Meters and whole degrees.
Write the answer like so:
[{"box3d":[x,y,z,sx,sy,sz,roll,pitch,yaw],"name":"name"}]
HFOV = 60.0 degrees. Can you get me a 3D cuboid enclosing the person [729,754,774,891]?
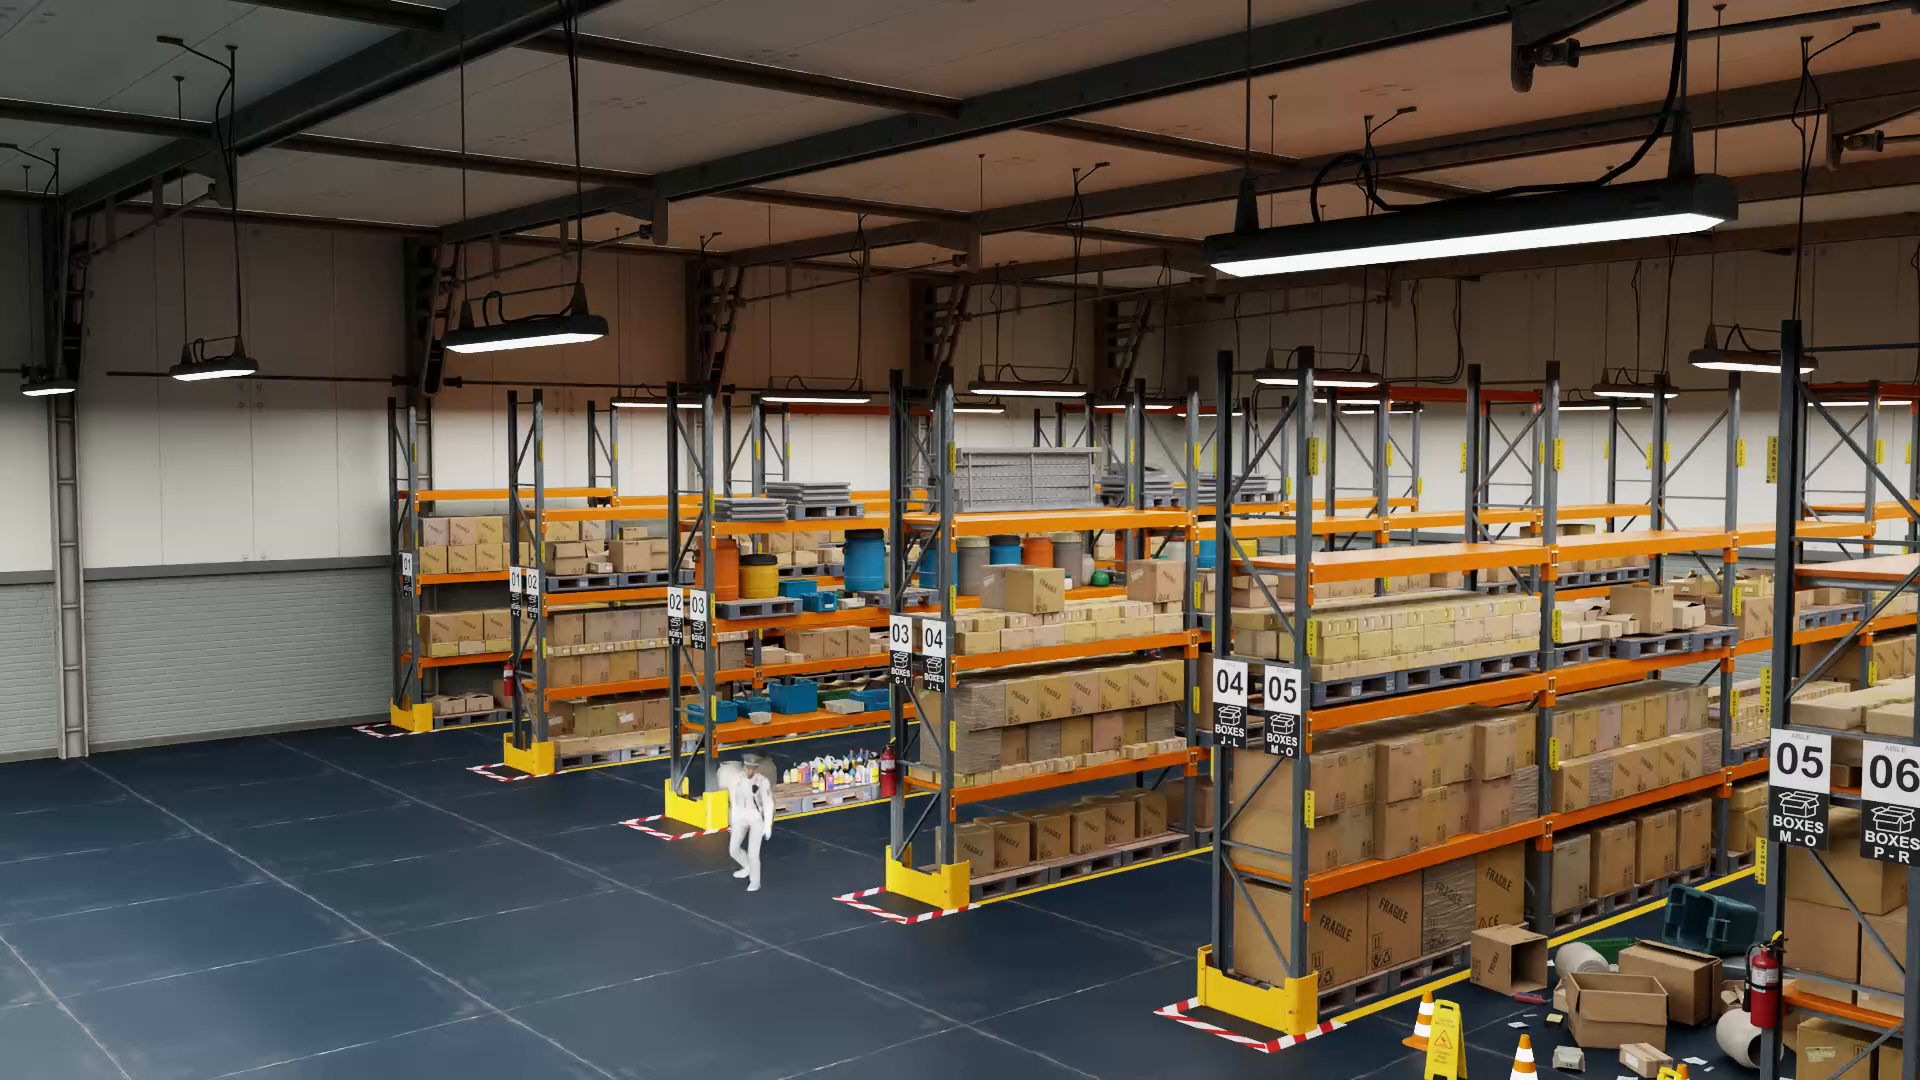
[{"box3d":[-2.406,3.238,19.184,0.633,1.621,0.582,1,4,18],"name":"person"}]
